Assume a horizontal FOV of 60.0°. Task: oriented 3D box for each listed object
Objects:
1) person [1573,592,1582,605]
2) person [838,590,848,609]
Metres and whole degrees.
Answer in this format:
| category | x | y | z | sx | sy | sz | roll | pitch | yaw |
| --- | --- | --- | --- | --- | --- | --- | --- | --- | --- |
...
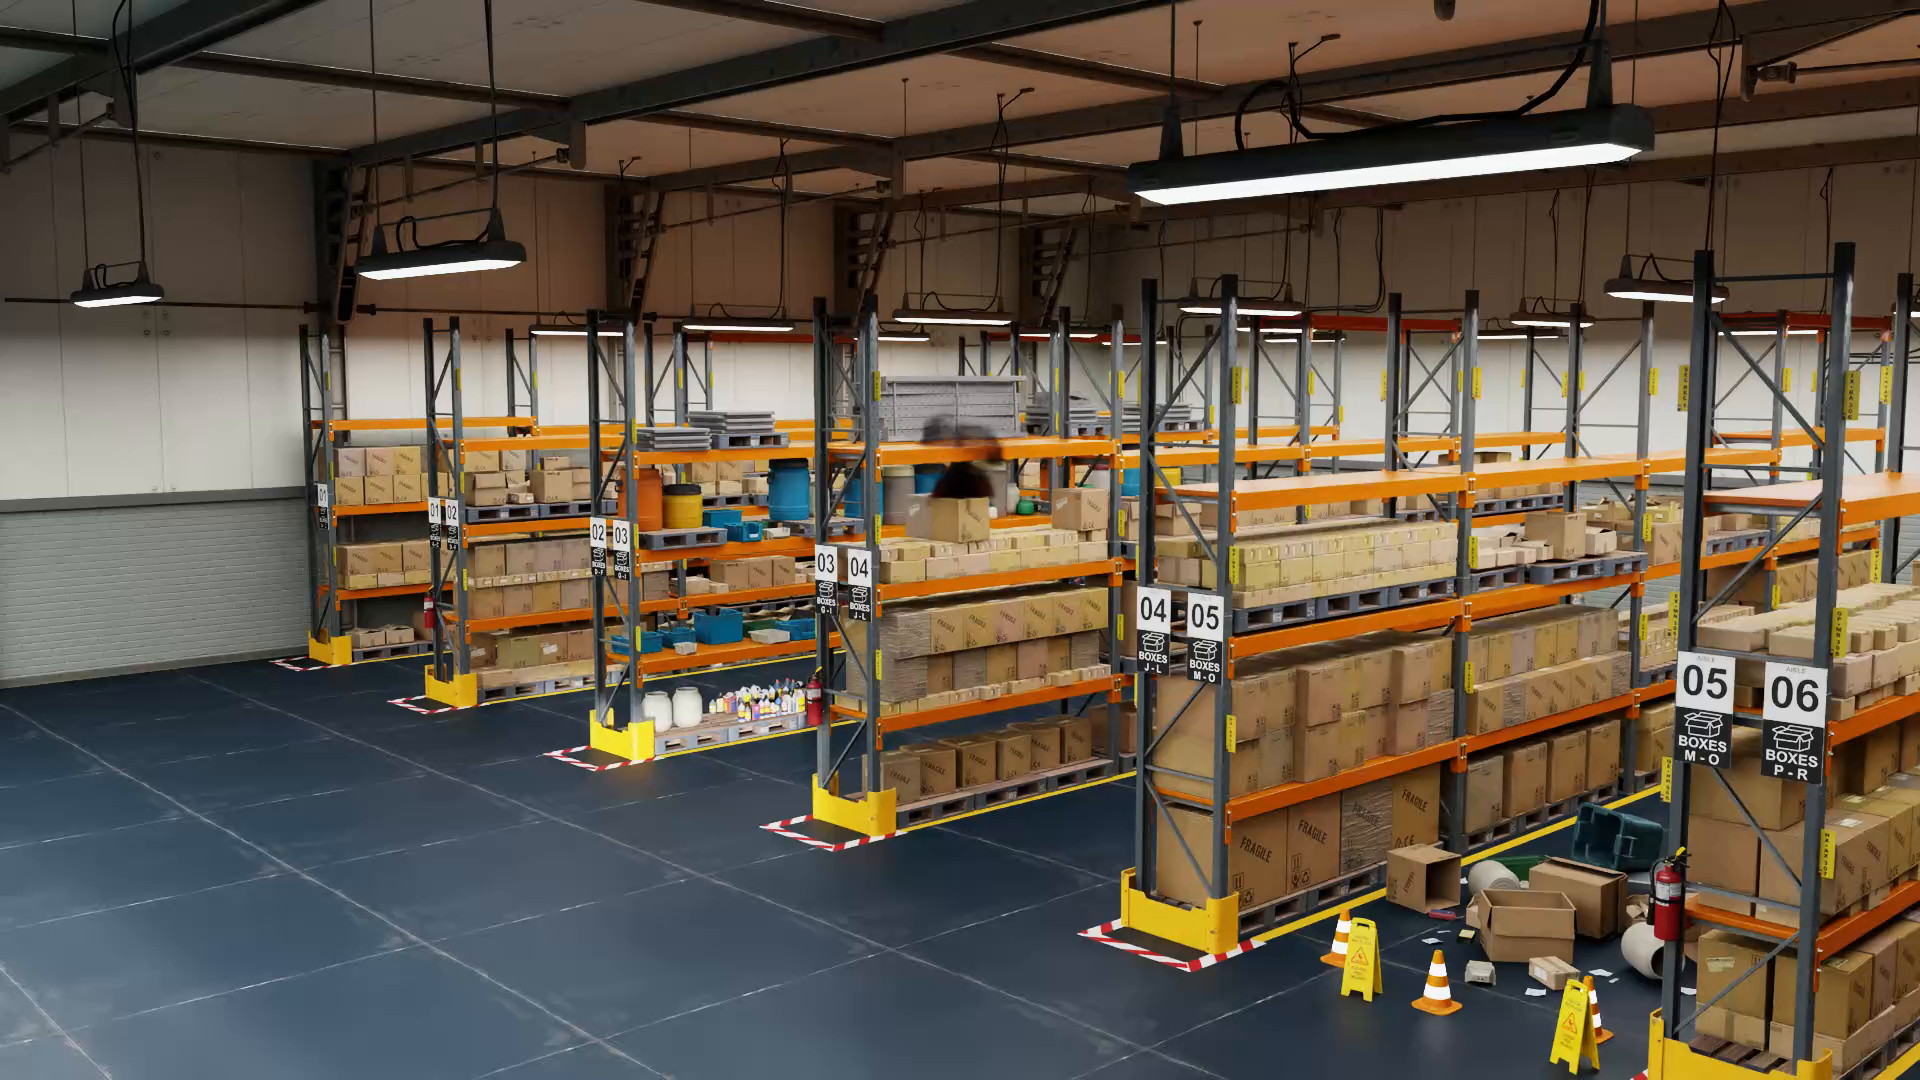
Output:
| category | x | y | z | sx | sy | sz | roll | pitch | yaw |
| --- | --- | --- | --- | --- | --- | --- | --- | --- | --- |
| person | 11.179 | 1.169 | 30.558 | 0.678 | 1.705 | 0.629 | -3 | 7 | -30 |
| person | -2.324 | 0.892 | 33.224 | 0.593 | 1.655 | 0.589 | 5 | 8 | 40 |
